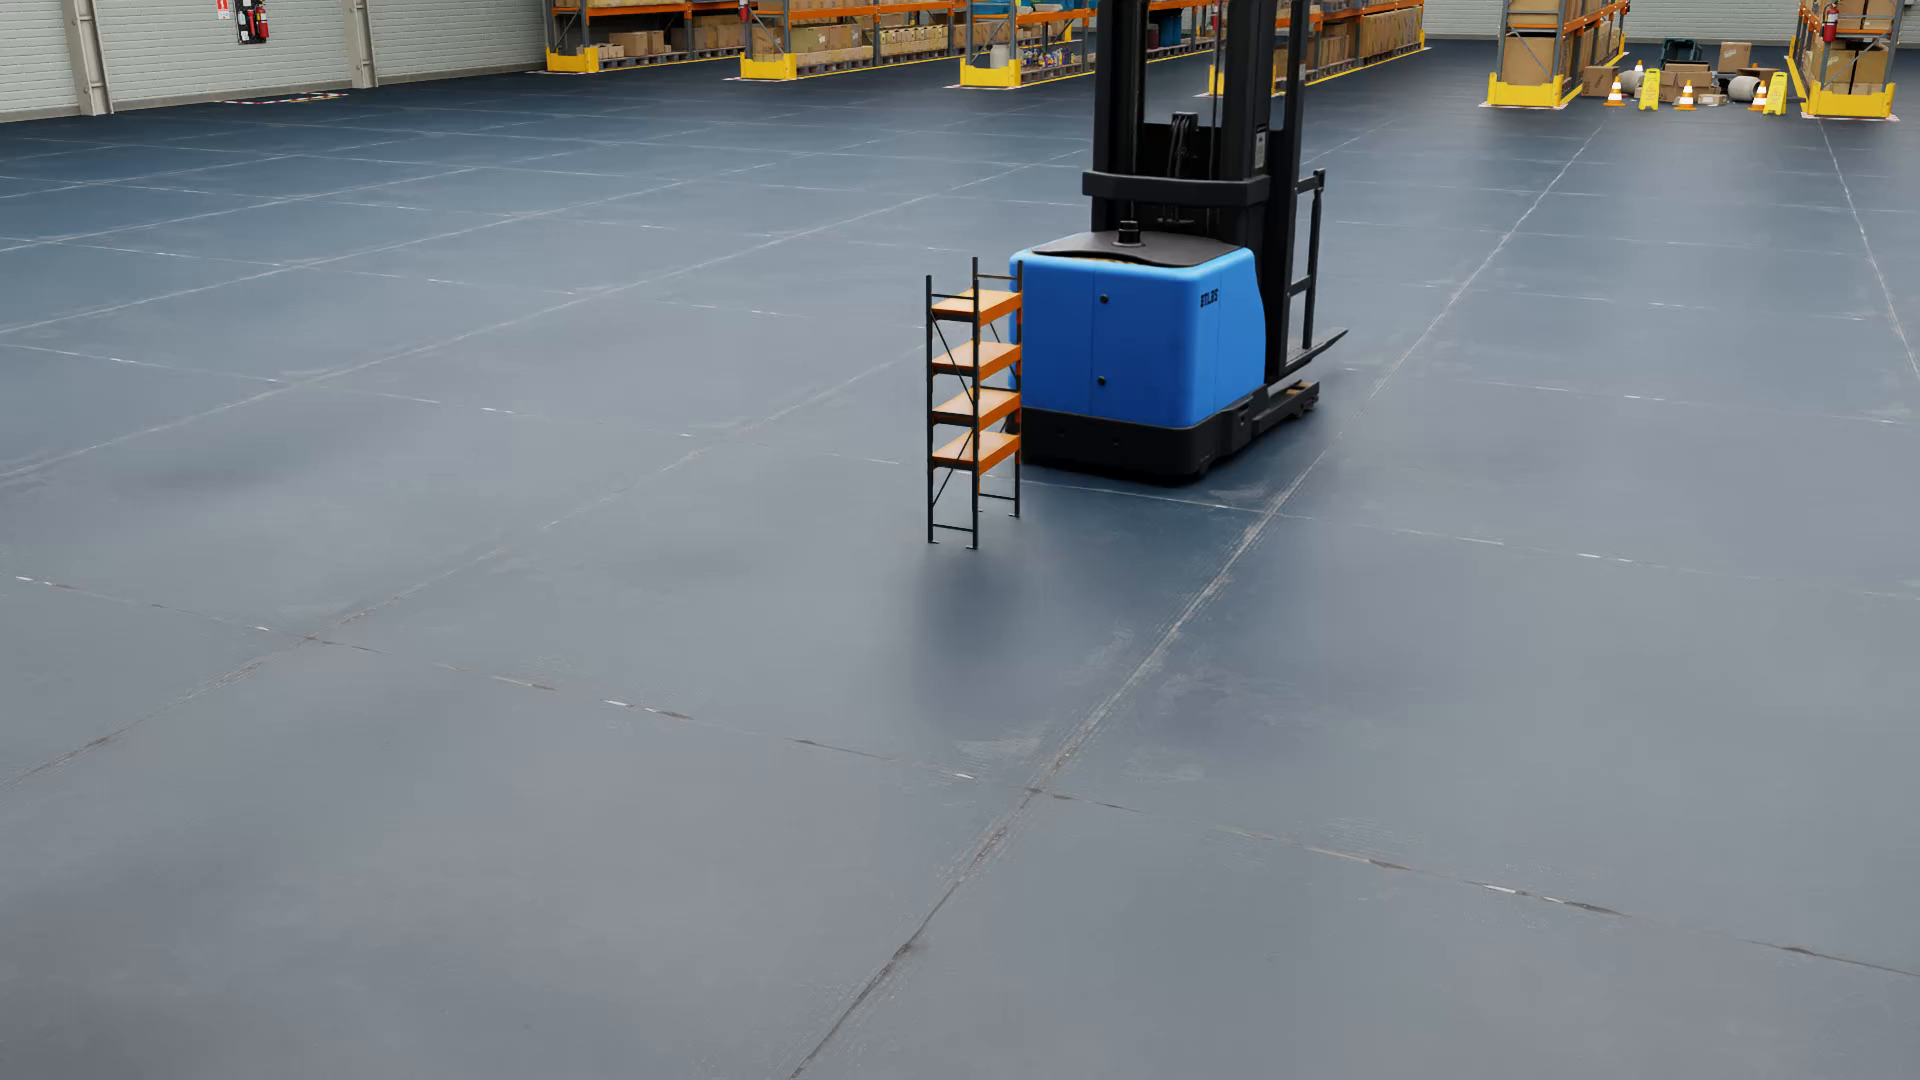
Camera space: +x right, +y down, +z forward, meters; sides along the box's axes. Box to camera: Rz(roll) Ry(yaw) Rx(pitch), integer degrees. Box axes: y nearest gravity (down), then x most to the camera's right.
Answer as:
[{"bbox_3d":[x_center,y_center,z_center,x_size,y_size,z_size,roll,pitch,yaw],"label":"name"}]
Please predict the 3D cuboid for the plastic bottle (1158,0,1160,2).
[{"bbox_3d":[4.728,-12.953,39.588,0.061,0.283,0.133,9,21,23],"label":"plastic bottle"}]

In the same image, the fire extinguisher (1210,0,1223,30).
[{"bbox_3d":[4.651,-9.540,29.932,0.296,0.674,0.183,9,21,23],"label":"fire extinguisher"}]

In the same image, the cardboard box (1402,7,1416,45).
[{"bbox_3d":[11.108,-13.151,42.516,0.875,0.875,0.875,9,21,23],"label":"cardboard box"}]

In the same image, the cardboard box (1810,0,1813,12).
[{"bbox_3d":[17.405,-10.753,33.453,0.500,0.250,0.500,8,21,21],"label":"cardboard box"}]

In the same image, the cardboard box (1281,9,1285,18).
[{"bbox_3d":[5.772,-9.712,30.675,0.380,0.149,0.250,9,21,23],"label":"cardboard box"}]

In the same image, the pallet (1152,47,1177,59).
[{"bbox_3d":[4.661,-11.978,40.834,1.003,0.211,1.213,9,21,23],"label":"pallet"}]

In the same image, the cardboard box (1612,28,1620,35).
[{"bbox_3d":[16.023,-12.501,40.882,0.380,0.149,0.250,8,21,21],"label":"cardboard box"}]

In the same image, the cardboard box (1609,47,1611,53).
[{"bbox_3d":[14.958,-11.427,38.751,0.380,0.149,0.250,8,21,20],"label":"cardboard box"}]

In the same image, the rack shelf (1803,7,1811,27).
[{"bbox_3d":[18.254,-10.906,34.733,1.077,0.370,4.000,9,21,23],"label":"rack shelf"}]

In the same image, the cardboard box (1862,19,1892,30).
[{"bbox_3d":[14.487,-8.145,26.271,0.380,0.149,0.250,9,21,23],"label":"cardboard box"}]

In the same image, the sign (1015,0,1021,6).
[{"bbox_3d":[1.099,-10.281,31.489,0.100,0.325,0.005,9,21,23],"label":"sign"}]

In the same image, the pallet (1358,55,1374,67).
[{"bbox_3d":[8.786,-10.910,37.833,1.003,0.211,1.213,9,21,23],"label":"pallet"}]

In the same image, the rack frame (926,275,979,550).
[{"bbox_3d":[-0.032,-0.541,7.200,0.240,1.200,0.015,9,21,23],"label":"rack frame"}]

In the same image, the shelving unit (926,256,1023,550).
[{"bbox_3d":[0.068,-0.616,7.410,0.258,1.200,0.503,9,21,23],"label":"shelving unit"}]

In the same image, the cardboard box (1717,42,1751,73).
[{"bbox_3d":[14.161,-8.825,30.408,0.500,0.500,0.500,9,21,23],"label":"cardboard box"}]

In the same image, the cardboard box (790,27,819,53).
[{"bbox_3d":[-3.293,-10.451,34.736,0.500,0.500,0.500,9,21,23],"label":"cardboard box"}]

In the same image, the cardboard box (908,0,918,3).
[{"bbox_3d":[-1.314,-12.886,39.077,0.500,0.500,0.500,7,21,20],"label":"cardboard box"}]

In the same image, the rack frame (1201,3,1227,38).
[{"bbox_3d":[7.151,-15.119,45.504,1.000,3.000,0.127,9,21,23],"label":"rack frame"}]

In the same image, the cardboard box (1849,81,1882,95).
[{"bbox_3d":[14.742,-7.299,26.994,0.500,0.250,0.500,8,21,22],"label":"cardboard box"}]

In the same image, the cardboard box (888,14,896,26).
[{"bbox_3d":[-2.287,-15.118,48.605,0.700,0.500,0.500,8,21,23],"label":"cardboard box"}]

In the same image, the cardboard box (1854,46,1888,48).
[{"bbox_3d":[15.174,-7.973,27.768,0.500,0.500,0.500,9,21,24],"label":"cardboard box"}]

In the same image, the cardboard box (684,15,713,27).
[{"bbox_3d":[-6.338,-12.555,40.250,0.500,0.250,0.500,8,21,22],"label":"cardboard box"}]

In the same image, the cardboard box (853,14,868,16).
[{"bbox_3d":[-2.819,-14.875,46.955,0.380,0.149,0.250,9,22,25],"label":"cardboard box"}]

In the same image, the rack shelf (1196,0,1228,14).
[{"bbox_3d":[6.332,-14.168,43.906,1.077,0.370,4.000,9,21,23],"label":"rack shelf"}]

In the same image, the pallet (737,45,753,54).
[{"bbox_3d":[-5.484,-12.480,42.246,1.003,0.211,1.213,9,21,23],"label":"pallet"}]

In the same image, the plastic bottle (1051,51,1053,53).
[{"bbox_3d":[1.922,-9.990,34.481,0.061,0.283,0.133,9,21,23],"label":"plastic bottle"}]

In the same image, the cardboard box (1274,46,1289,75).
[{"bbox_3d":[6.145,-9.297,32.239,0.500,0.500,0.500,7,21,18],"label":"cardboard box"}]

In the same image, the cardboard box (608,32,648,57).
[{"bbox_3d":[-7.494,-11.207,37.580,0.700,0.500,0.500,7,21,19],"label":"cardboard box"}]

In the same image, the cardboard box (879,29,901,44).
[{"bbox_3d":[-1.674,-11.542,38.087,0.500,0.311,0.500,8,21,22],"label":"cardboard box"}]

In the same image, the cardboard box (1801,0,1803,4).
[{"bbox_3d":[19.846,-12.708,38.575,0.500,0.500,0.500,8,21,22],"label":"cardboard box"}]

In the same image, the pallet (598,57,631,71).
[{"bbox_3d":[-8.043,-10.540,36.791,1.003,0.211,1.213,9,21,23],"label":"pallet"}]

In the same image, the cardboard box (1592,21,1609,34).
[{"bbox_3d":[14.219,-11.461,37.203,0.500,0.250,0.500,10,22,25],"label":"cardboard box"}]

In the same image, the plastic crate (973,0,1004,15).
[{"bbox_3d":[0.531,-10.352,32.322,0.499,0.251,0.616,9,21,23],"label":"plastic crate"}]

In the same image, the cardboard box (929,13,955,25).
[{"bbox_3d":[-0.454,-13.073,41.706,0.500,0.250,0.500,9,22,25],"label":"cardboard box"}]

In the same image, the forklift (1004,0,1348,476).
[{"bbox_3d":[1.412,-2.138,9.106,1.130,2.935,3.031,11,22,29],"label":"forklift"}]

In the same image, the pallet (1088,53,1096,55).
[{"bbox_3d":[3.523,-11.128,38.444,1.003,0.211,1.213,9,21,23],"label":"pallet"}]

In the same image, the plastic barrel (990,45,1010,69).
[{"bbox_3d":[0.799,-9.465,32.693,0.421,0.512,0.421,0,20,0],"label":"plastic barrel"}]

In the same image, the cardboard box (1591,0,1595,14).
[{"bbox_3d":[12.114,-10.537,32.472,0.500,0.500,0.500,8,21,22],"label":"cardboard box"}]

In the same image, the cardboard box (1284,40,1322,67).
[{"bbox_3d":[7.027,-9.985,34.143,0.700,0.500,0.500,7,21,19],"label":"cardboard box"}]

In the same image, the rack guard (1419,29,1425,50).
[{"bbox_3d":[11.680,-13.269,44.033,1.175,0.500,0.348,9,21,23],"label":"rack guard"}]

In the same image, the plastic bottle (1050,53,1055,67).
[{"bbox_3d":[1.890,-9.858,34.128,0.097,0.271,0.097,0,20,0],"label":"plastic bottle"}]

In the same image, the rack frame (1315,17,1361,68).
[{"bbox_3d":[8.394,-11.994,36.717,1.000,3.000,0.127,9,21,23],"label":"rack frame"}]

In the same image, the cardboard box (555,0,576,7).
[{"bbox_3d":[-8.424,-11.695,36.072,0.500,0.250,0.500,9,21,23],"label":"cardboard box"}]

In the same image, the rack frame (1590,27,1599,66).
[{"bbox_3d":[12.878,-11.282,34.716,1.000,3.000,0.127,9,21,23],"label":"rack frame"}]

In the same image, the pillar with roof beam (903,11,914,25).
[{"bbox_3d":[2.357,-19.658,49.315,9.100,9.000,0.400,9,21,23],"label":"pillar with roof beam"}]

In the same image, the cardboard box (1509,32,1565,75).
[{"bbox_3d":[10.177,-8.519,29.491,0.875,0.875,0.875,8,21,22],"label":"cardboard box"}]

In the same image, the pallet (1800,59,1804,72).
[{"bbox_3d":[18.826,-10.297,36.106,1.003,0.211,1.213,9,21,23],"label":"pallet"}]

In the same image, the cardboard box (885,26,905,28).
[{"bbox_3d":[-1.543,-12.083,39.609,0.500,0.311,0.500,8,21,21],"label":"cardboard box"}]

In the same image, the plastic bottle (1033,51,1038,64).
[{"bbox_3d":[1.579,-10.122,34.868,0.097,0.271,0.097,0,20,0],"label":"plastic bottle"}]

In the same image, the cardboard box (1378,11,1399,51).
[{"bbox_3d":[9.788,-12.215,39.883,1.225,0.875,0.875,9,21,23],"label":"cardboard box"}]
